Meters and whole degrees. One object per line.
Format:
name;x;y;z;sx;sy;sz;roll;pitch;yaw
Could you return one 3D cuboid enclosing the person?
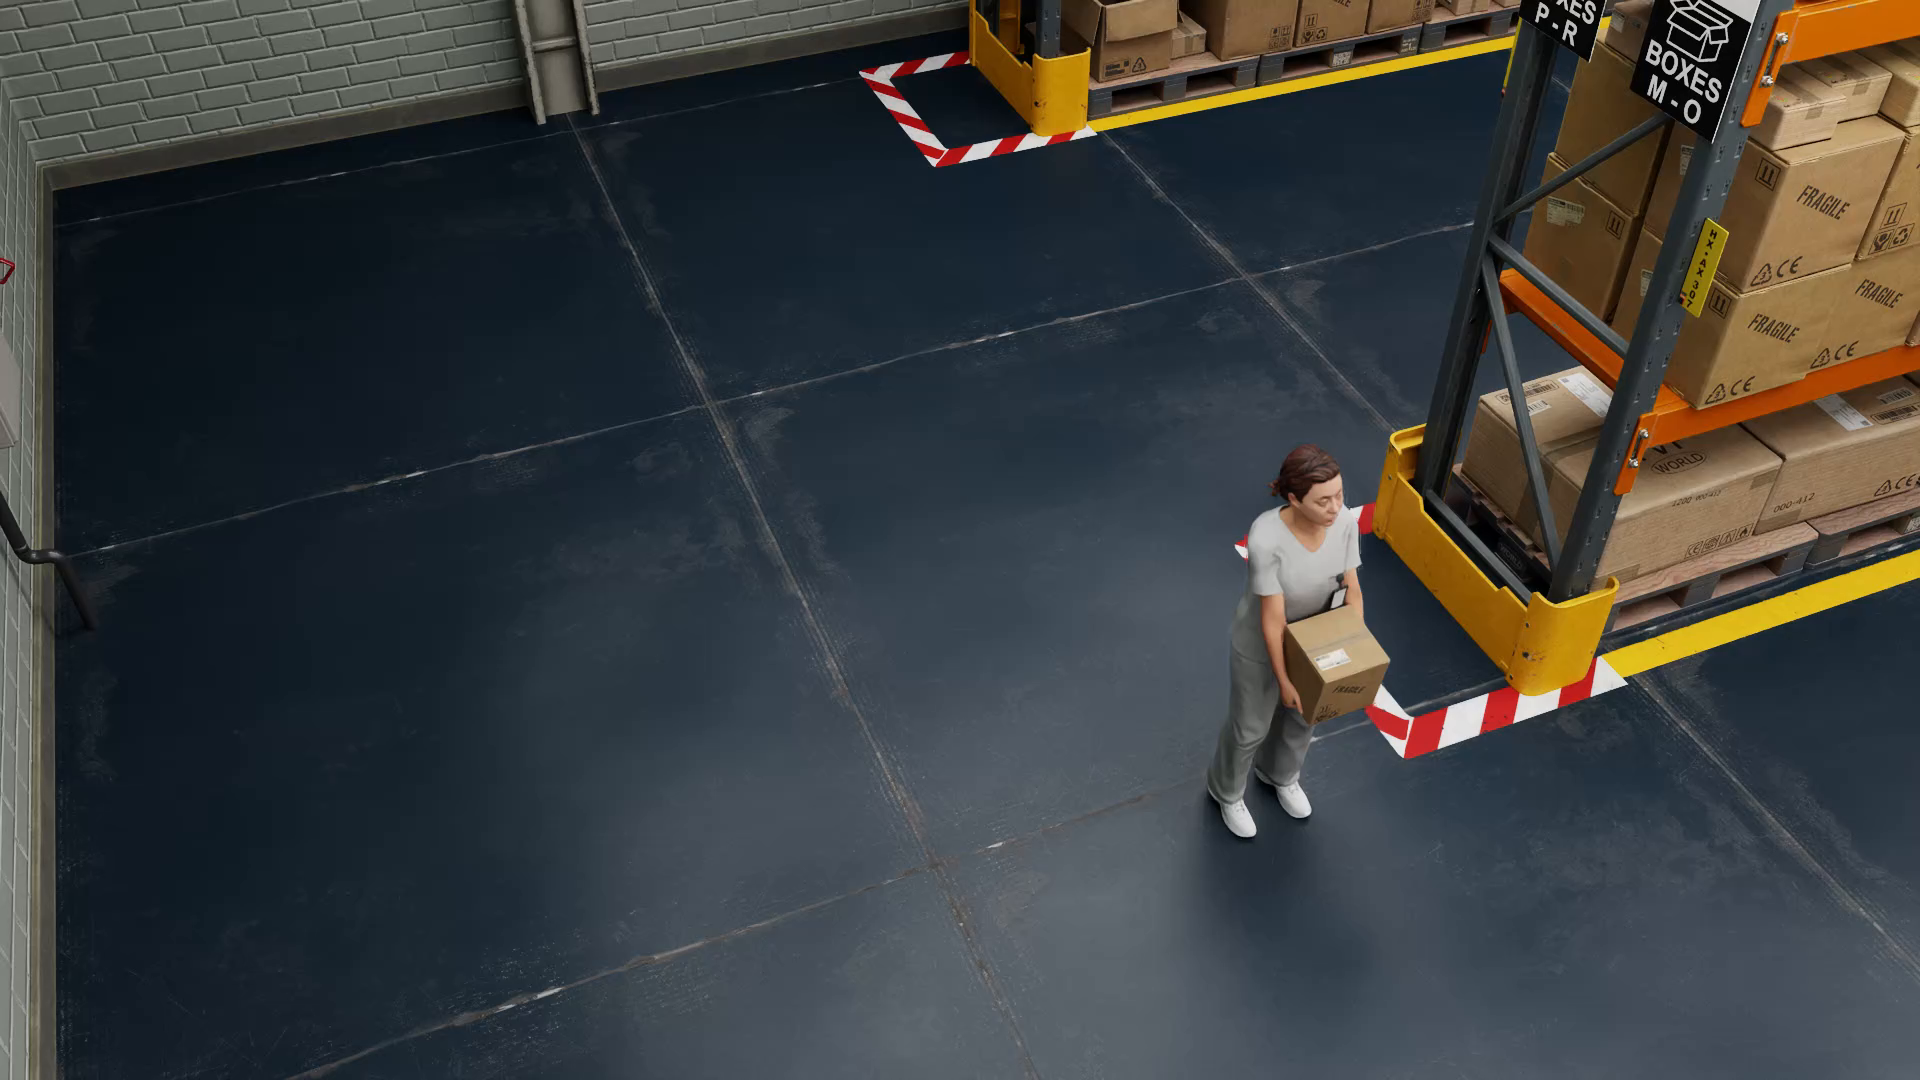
person;1.156;0.405;5.719;0.410;1.668;0.513;-16;44;-17
